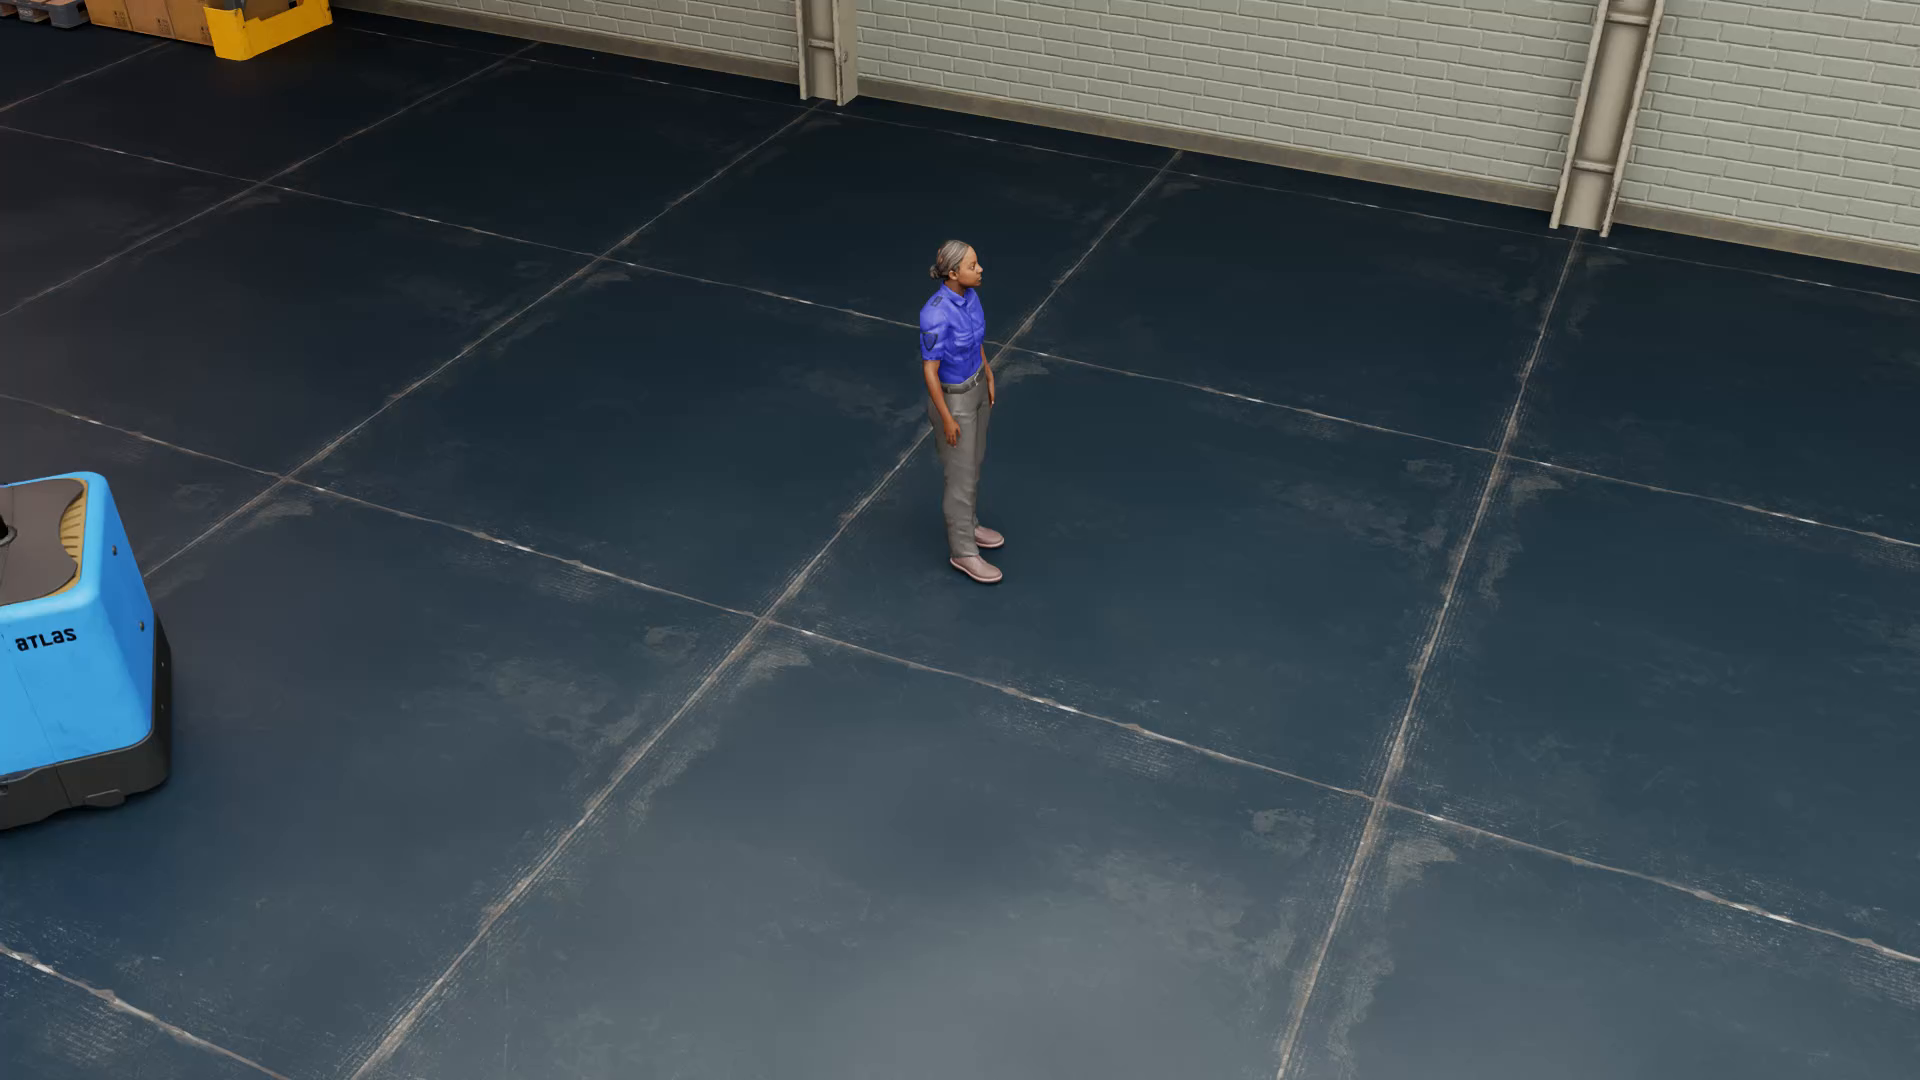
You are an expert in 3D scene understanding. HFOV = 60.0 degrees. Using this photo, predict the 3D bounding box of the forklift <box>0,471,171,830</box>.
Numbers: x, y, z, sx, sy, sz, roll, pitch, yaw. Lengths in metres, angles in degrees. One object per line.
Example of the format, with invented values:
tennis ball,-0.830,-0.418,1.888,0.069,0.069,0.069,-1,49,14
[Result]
forklift,-4.944,-0.070,6.185,3.031,2.935,1.130,-12,37,-17

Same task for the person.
person,0.072,-0.648,8.081,0.503,1.656,0.569,15,38,20
